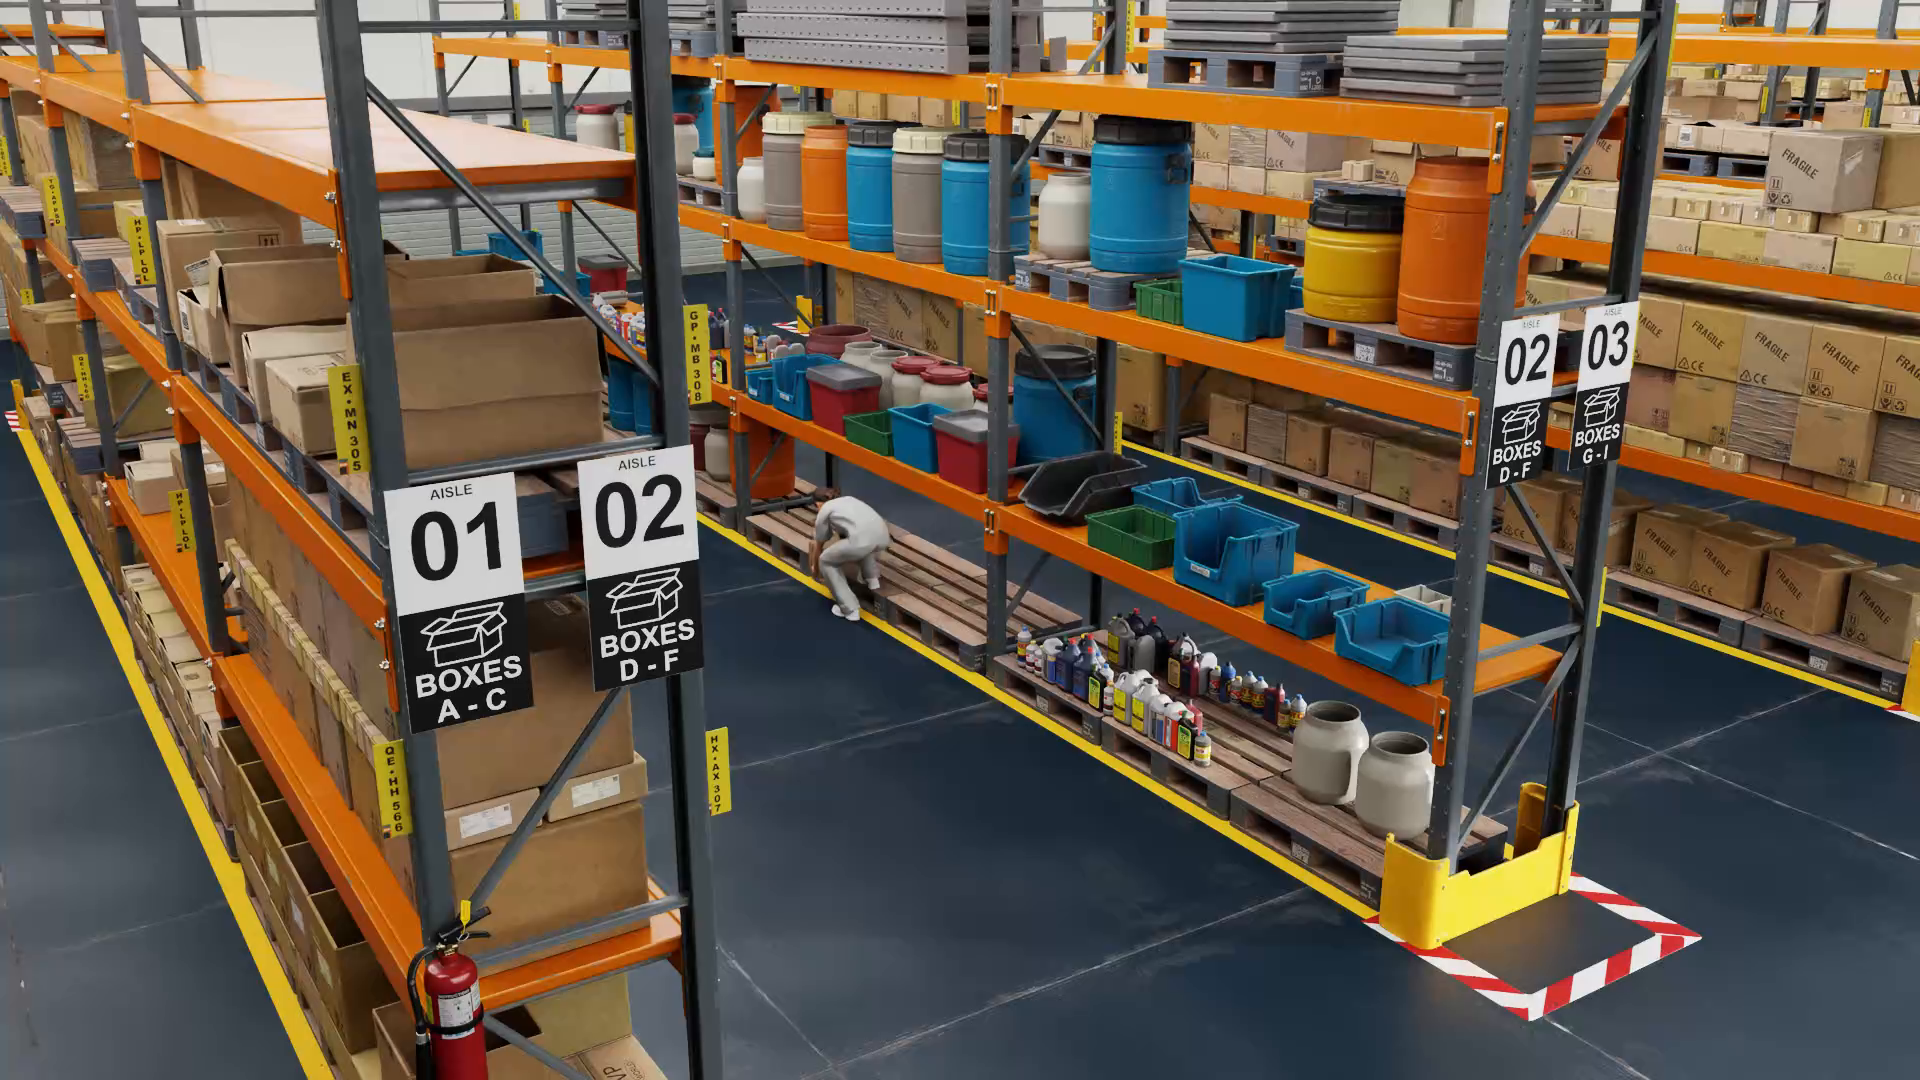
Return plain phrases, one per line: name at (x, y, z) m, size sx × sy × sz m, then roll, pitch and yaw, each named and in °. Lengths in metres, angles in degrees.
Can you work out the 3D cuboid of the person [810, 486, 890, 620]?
person at (-0.873, 0.086, 12.964) m, size 0.484 × 0.953 × 0.856 m, roll -13°, pitch 22°, yaw -34°
